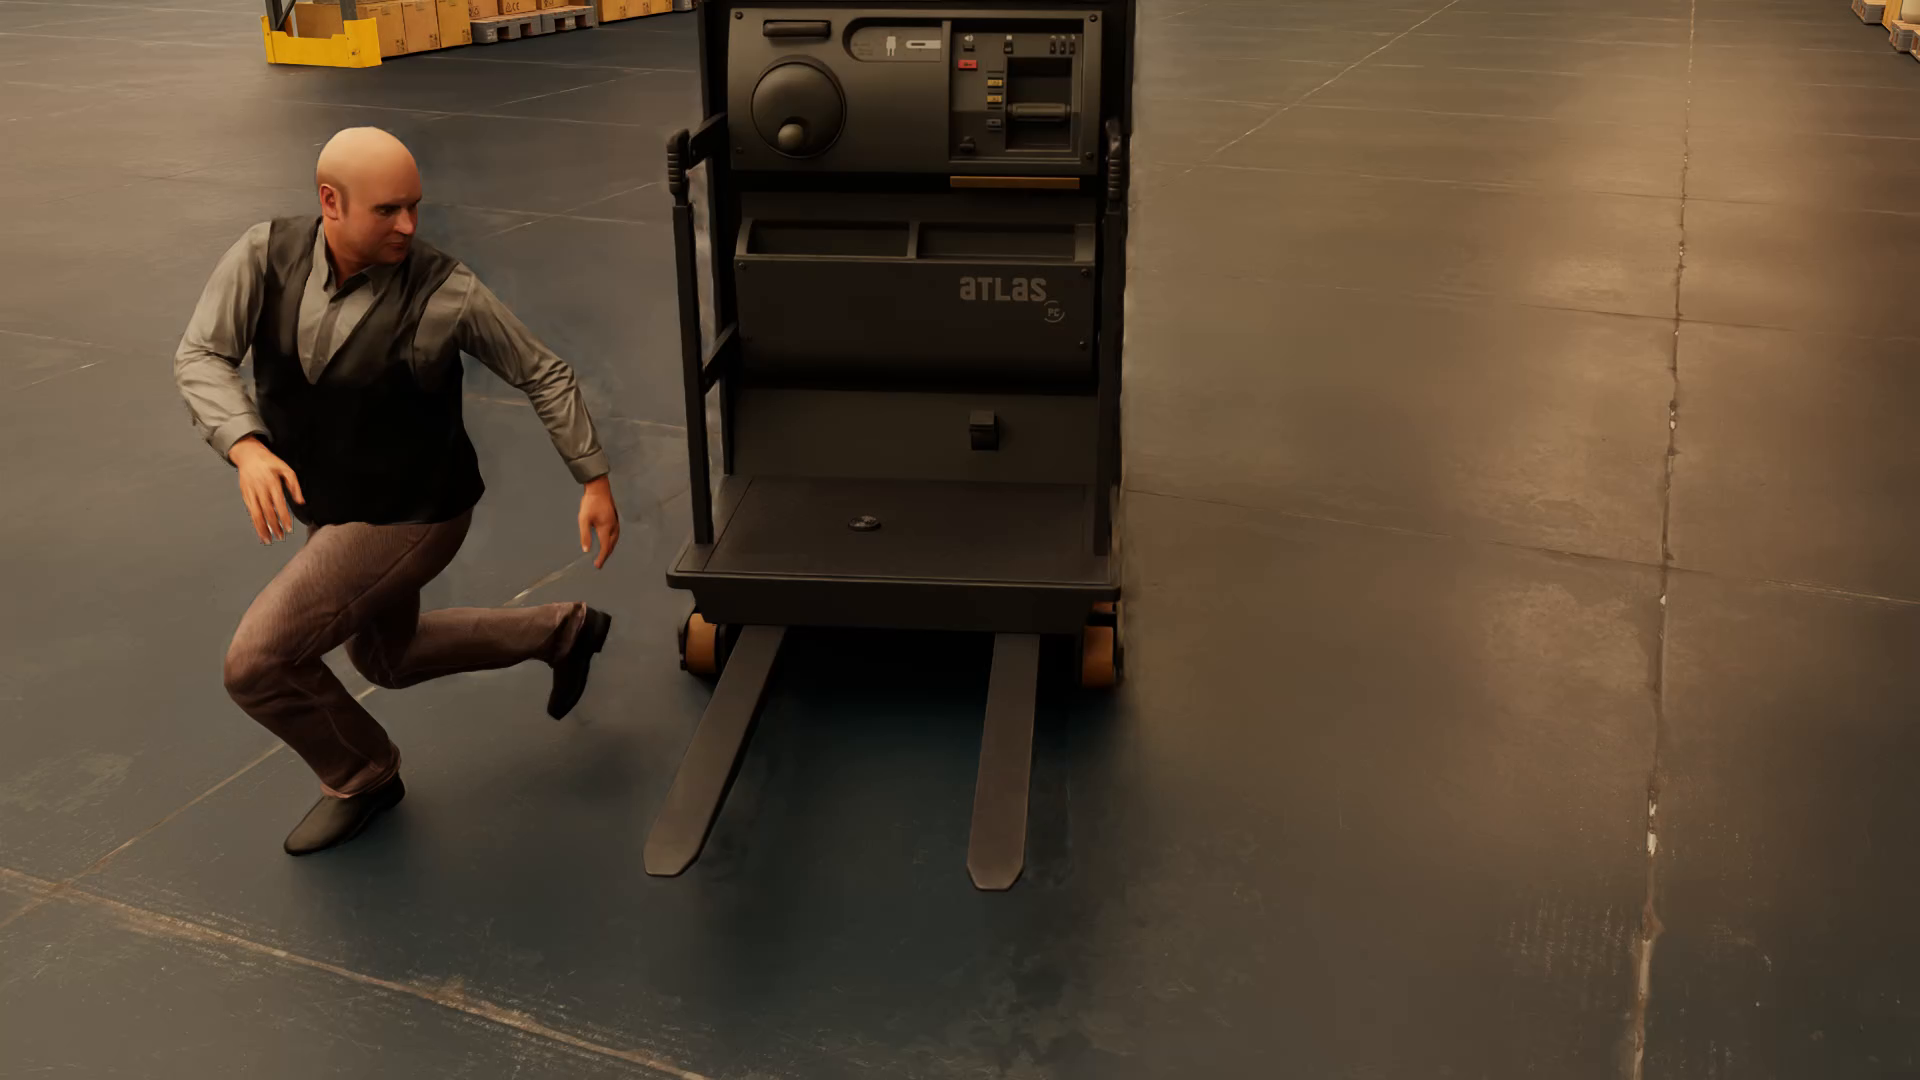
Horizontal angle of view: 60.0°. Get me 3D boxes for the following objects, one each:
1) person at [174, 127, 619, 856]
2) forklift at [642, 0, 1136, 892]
[{"bbox_3d":[-1.127,-0.108,3.466,0.639,1.507,0.880,17,28,36],"label":"person"},{"bbox_3d":[-0.128,-1.107,3.941,1.130,2.935,3.031,2,23,4],"label":"forklift"}]
